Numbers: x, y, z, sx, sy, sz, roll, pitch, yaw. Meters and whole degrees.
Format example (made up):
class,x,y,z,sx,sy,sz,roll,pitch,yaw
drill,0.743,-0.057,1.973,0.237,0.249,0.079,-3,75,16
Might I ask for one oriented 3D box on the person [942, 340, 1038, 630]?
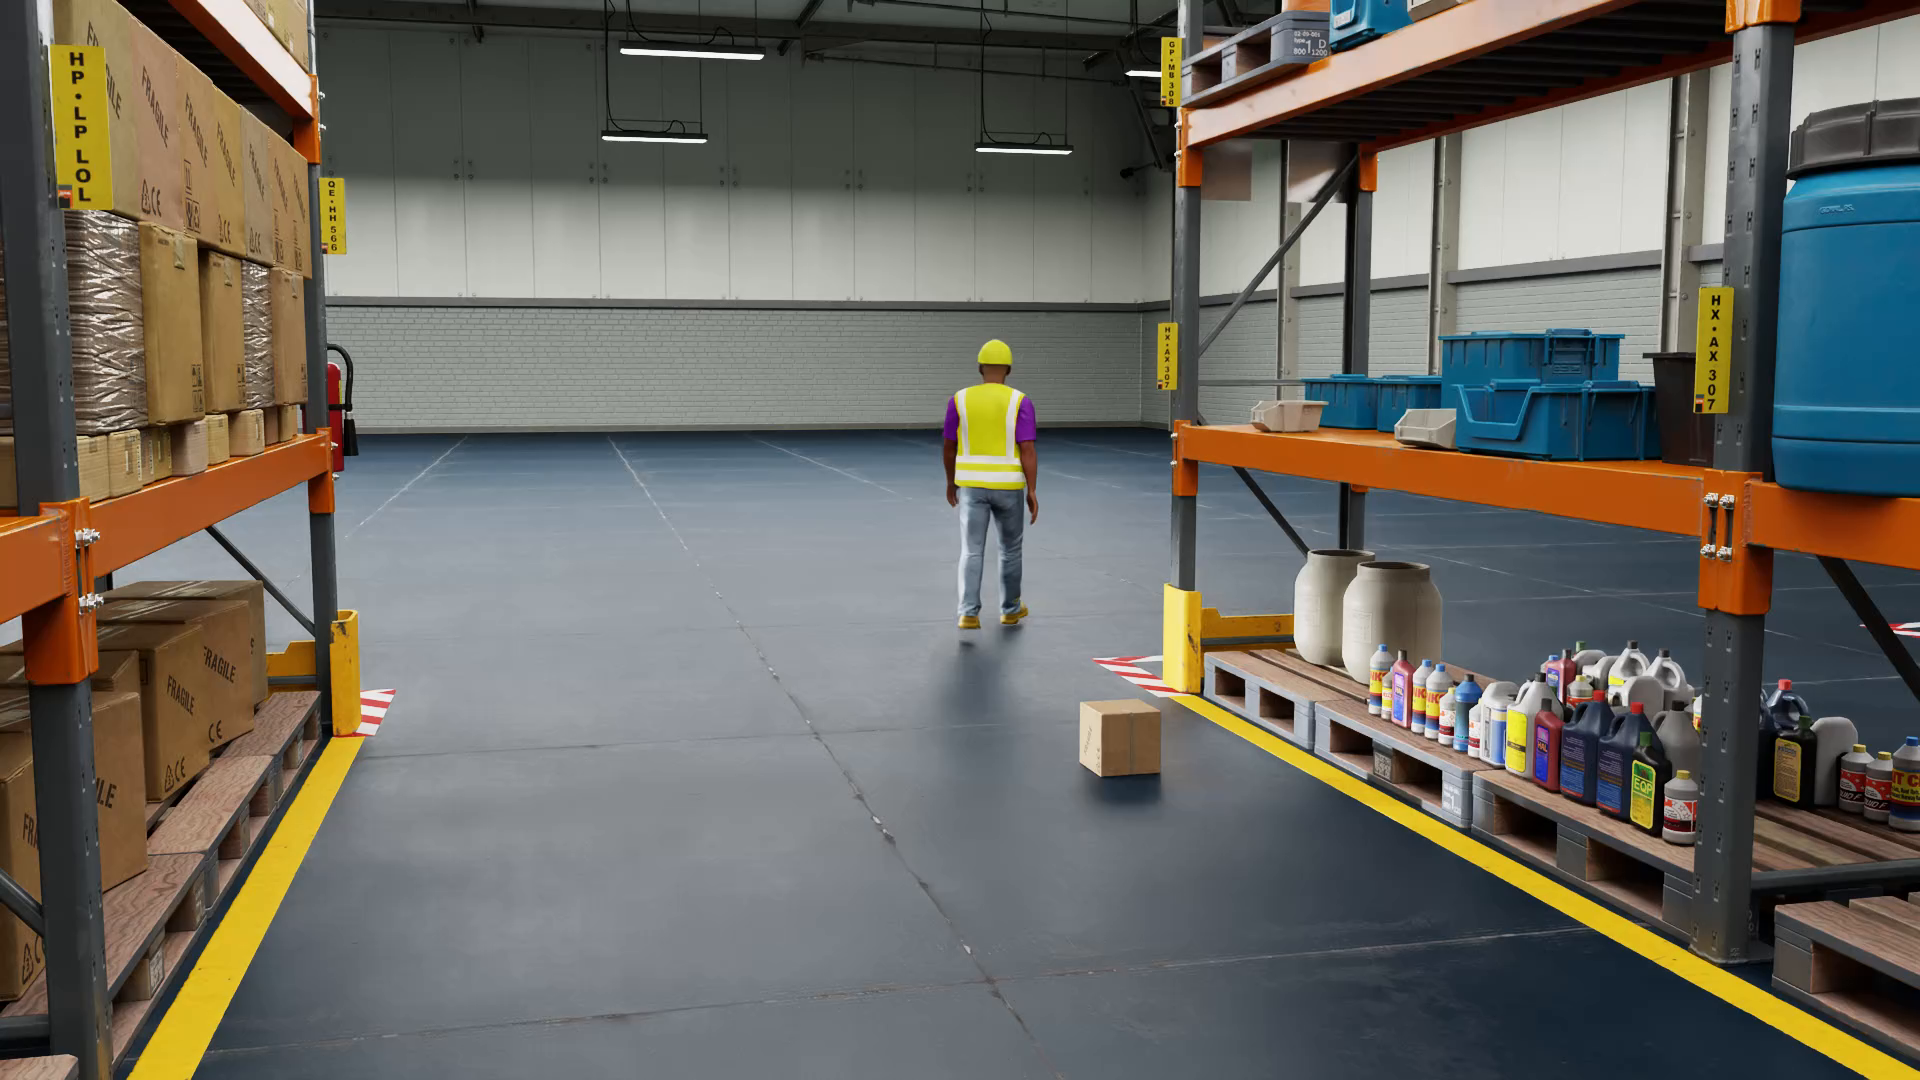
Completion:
class,x,y,z,sx,sy,sz,roll,pitch,yaw
person,0.186,-0.321,9.904,0.588,1.733,0.996,1,6,7
